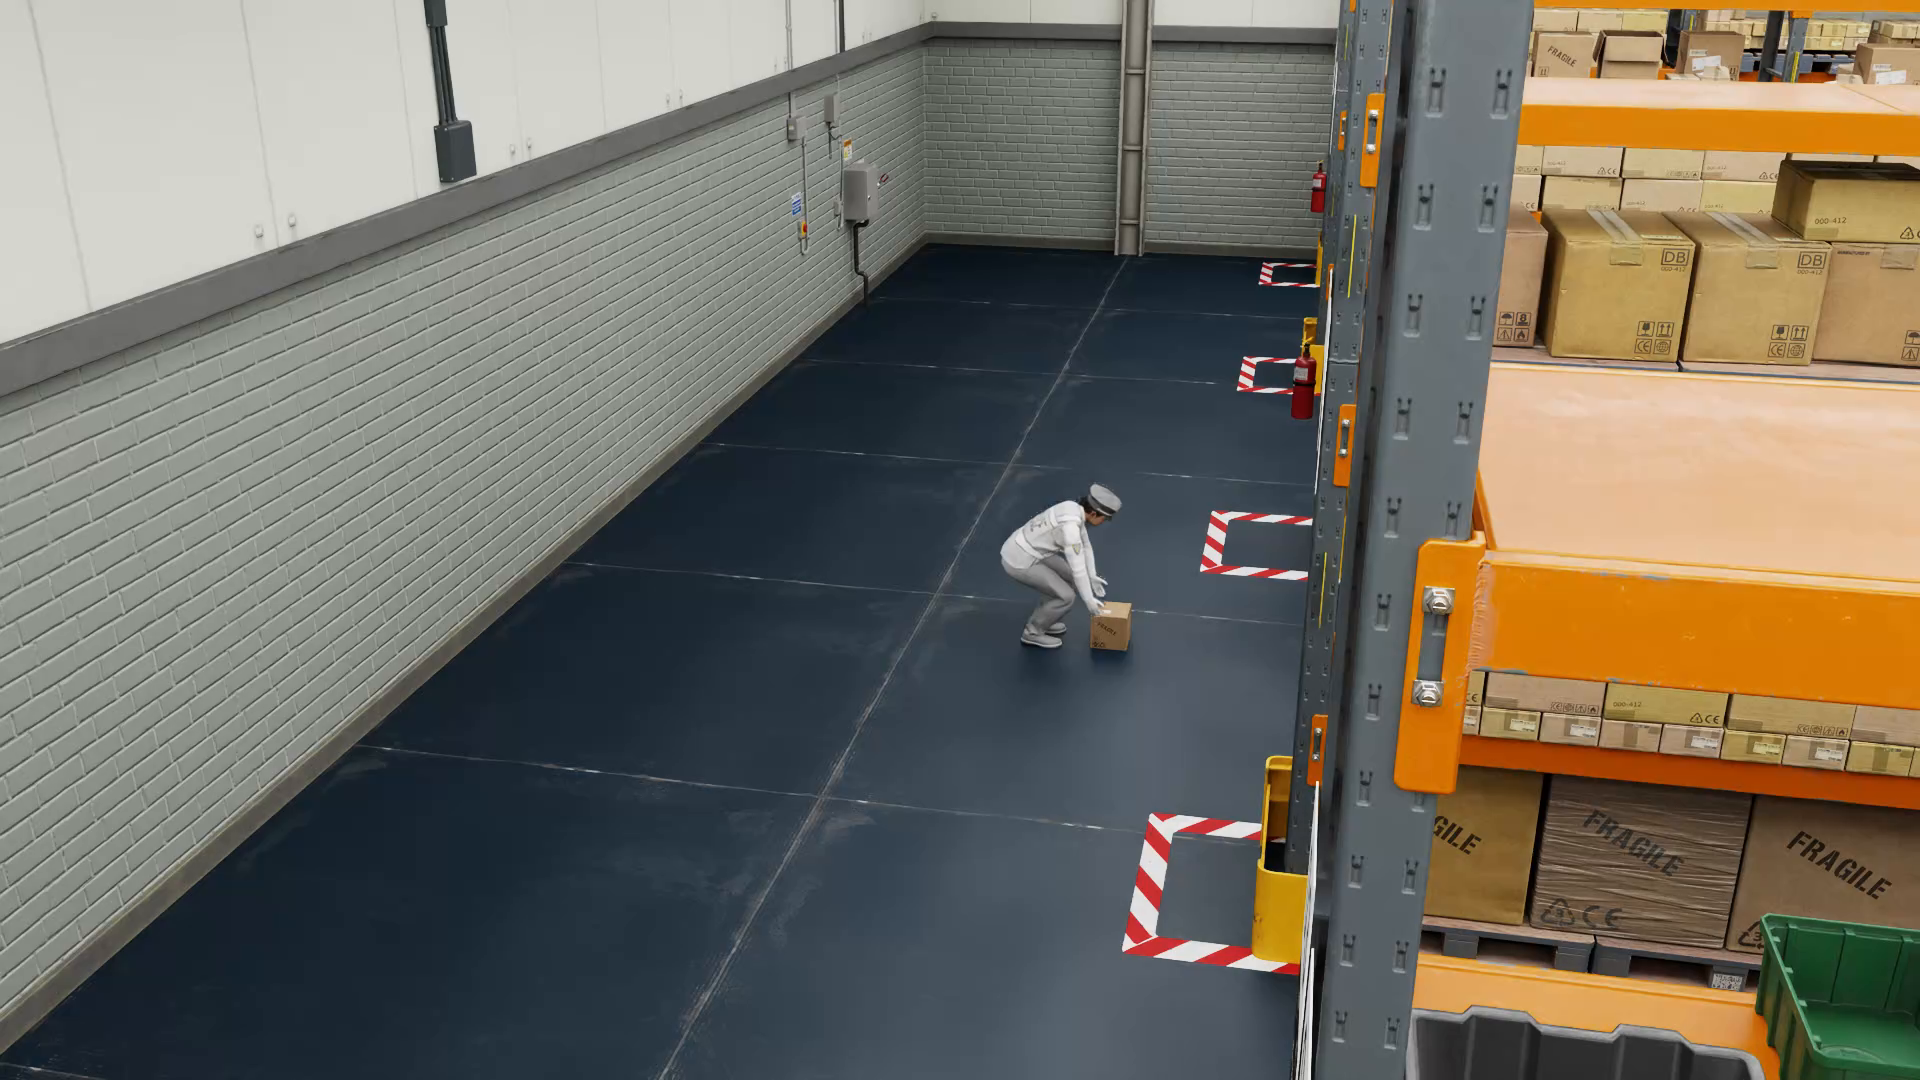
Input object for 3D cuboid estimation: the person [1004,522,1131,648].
[{"bbox_3d":[0.737,0.295,11.451,0.857,0.858,0.483,4,22,11],"label":"person"}]
